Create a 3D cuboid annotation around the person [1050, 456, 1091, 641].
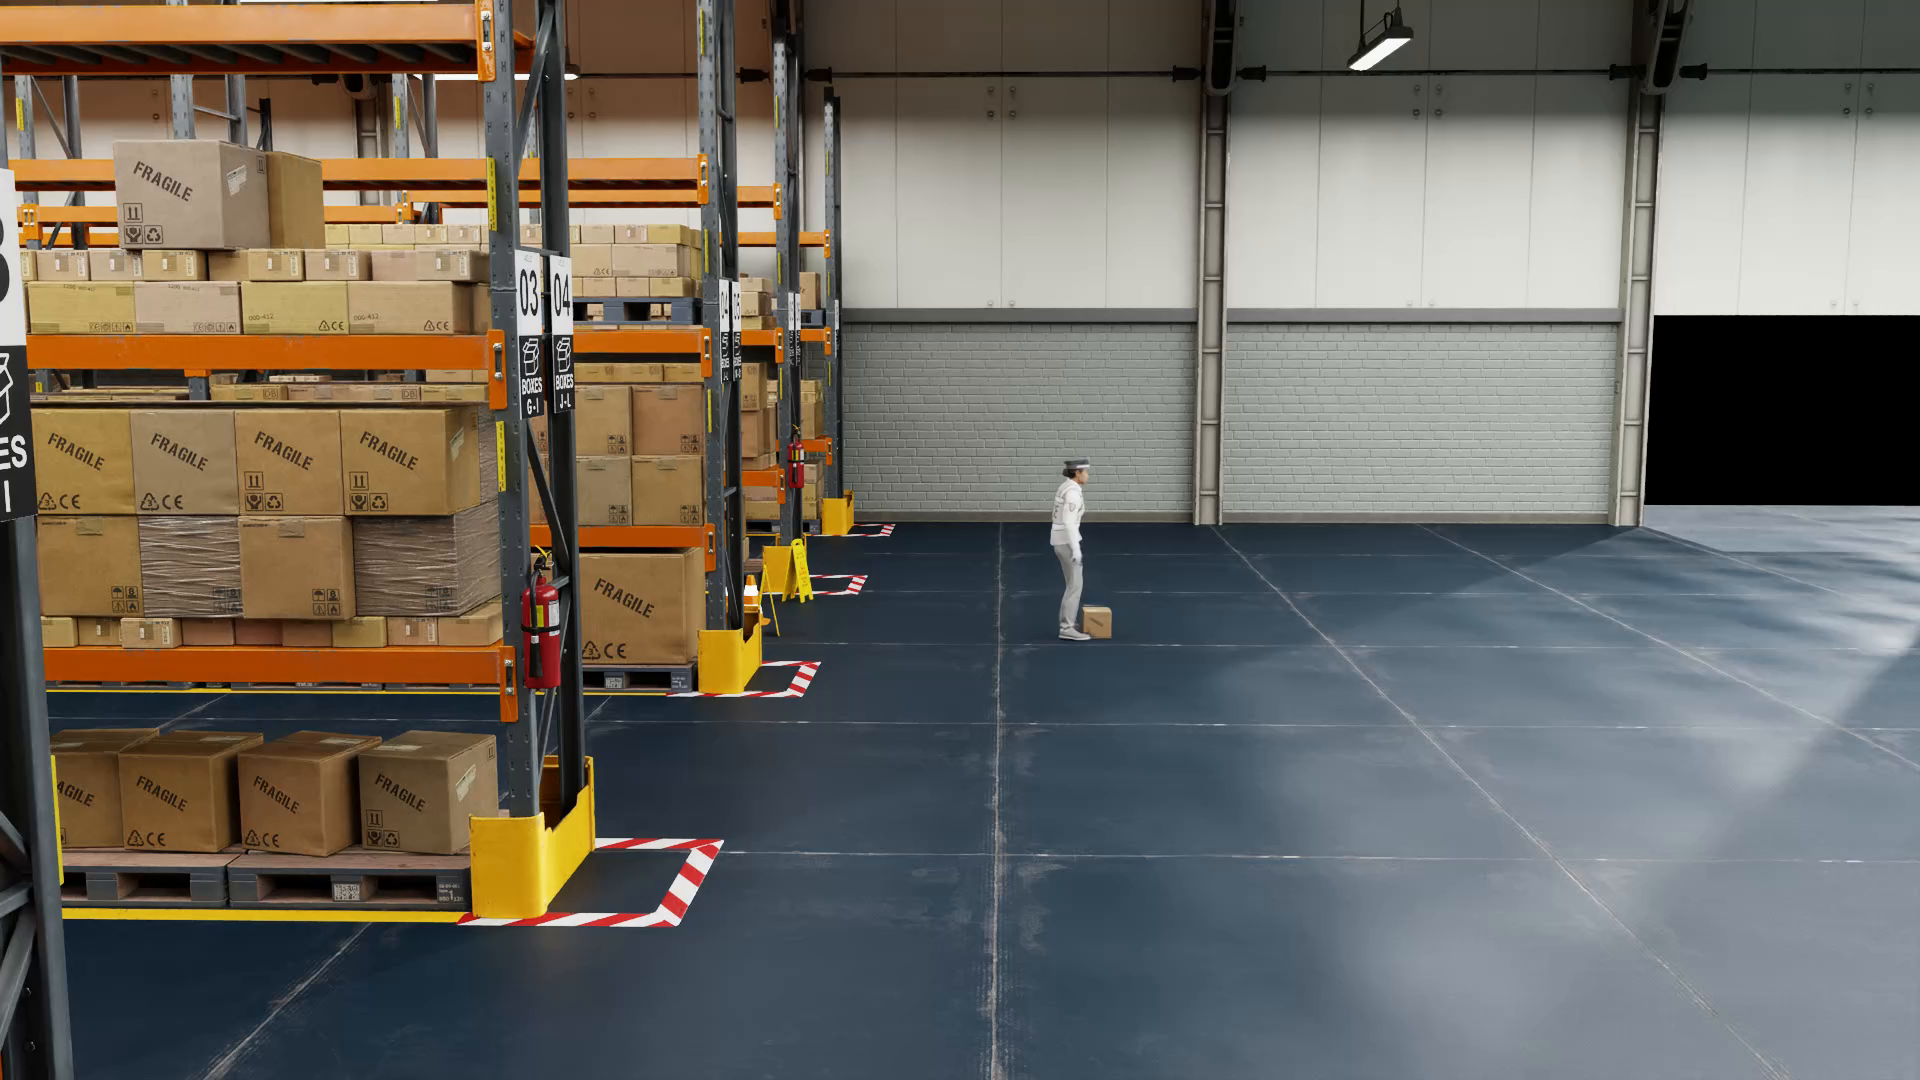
[{"bbox_3d":[1.038,0.065,15.262,0.414,1.662,0.525,0,7,-1],"label":"person"}]
